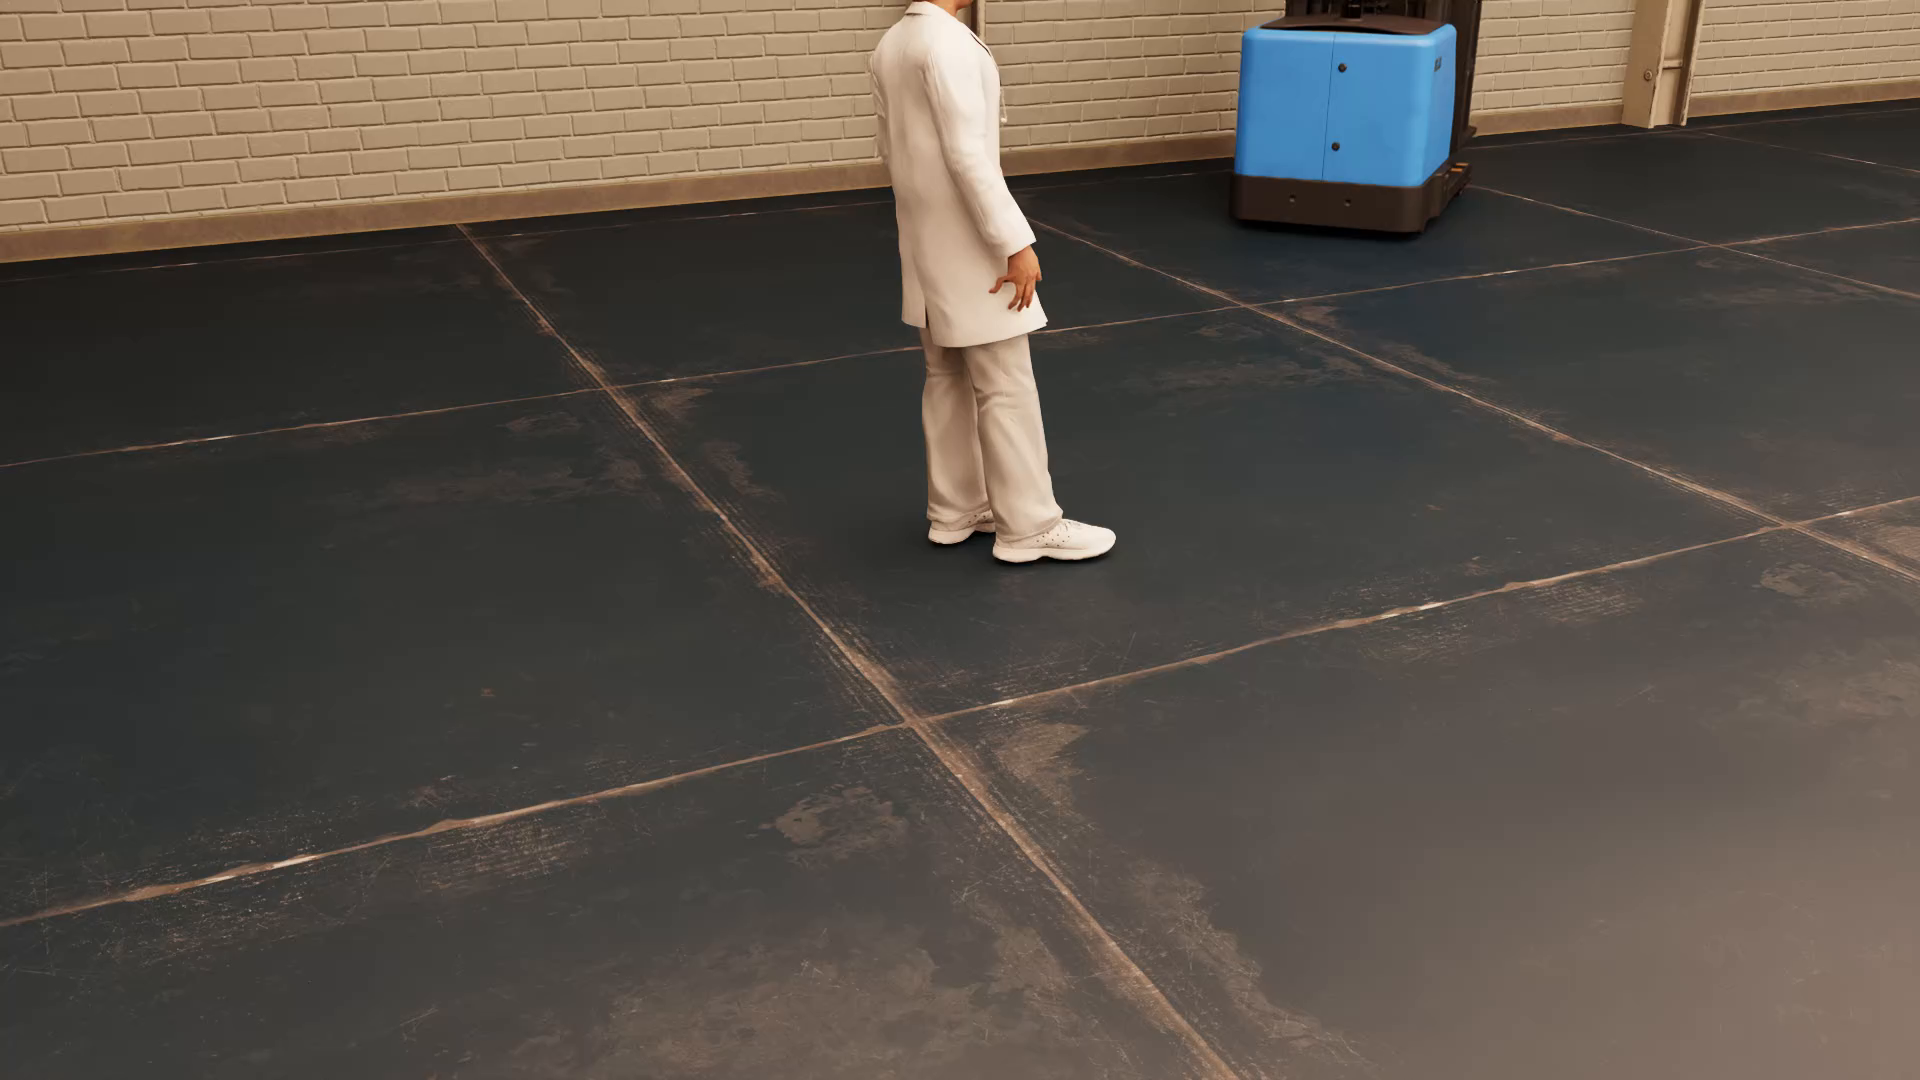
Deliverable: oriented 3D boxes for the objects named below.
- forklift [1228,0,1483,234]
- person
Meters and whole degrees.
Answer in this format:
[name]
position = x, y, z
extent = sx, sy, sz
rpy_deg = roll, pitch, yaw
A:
[forklift]
position = 2.548, -3.527, 9.775
extent = 1.130, 2.935, 3.031
rpy_deg = 9, 24, 22
[person]
position = 0.085, -0.842, 4.795
extent = 0.578, 1.778, 0.698
rpy_deg = -10, 25, -23
